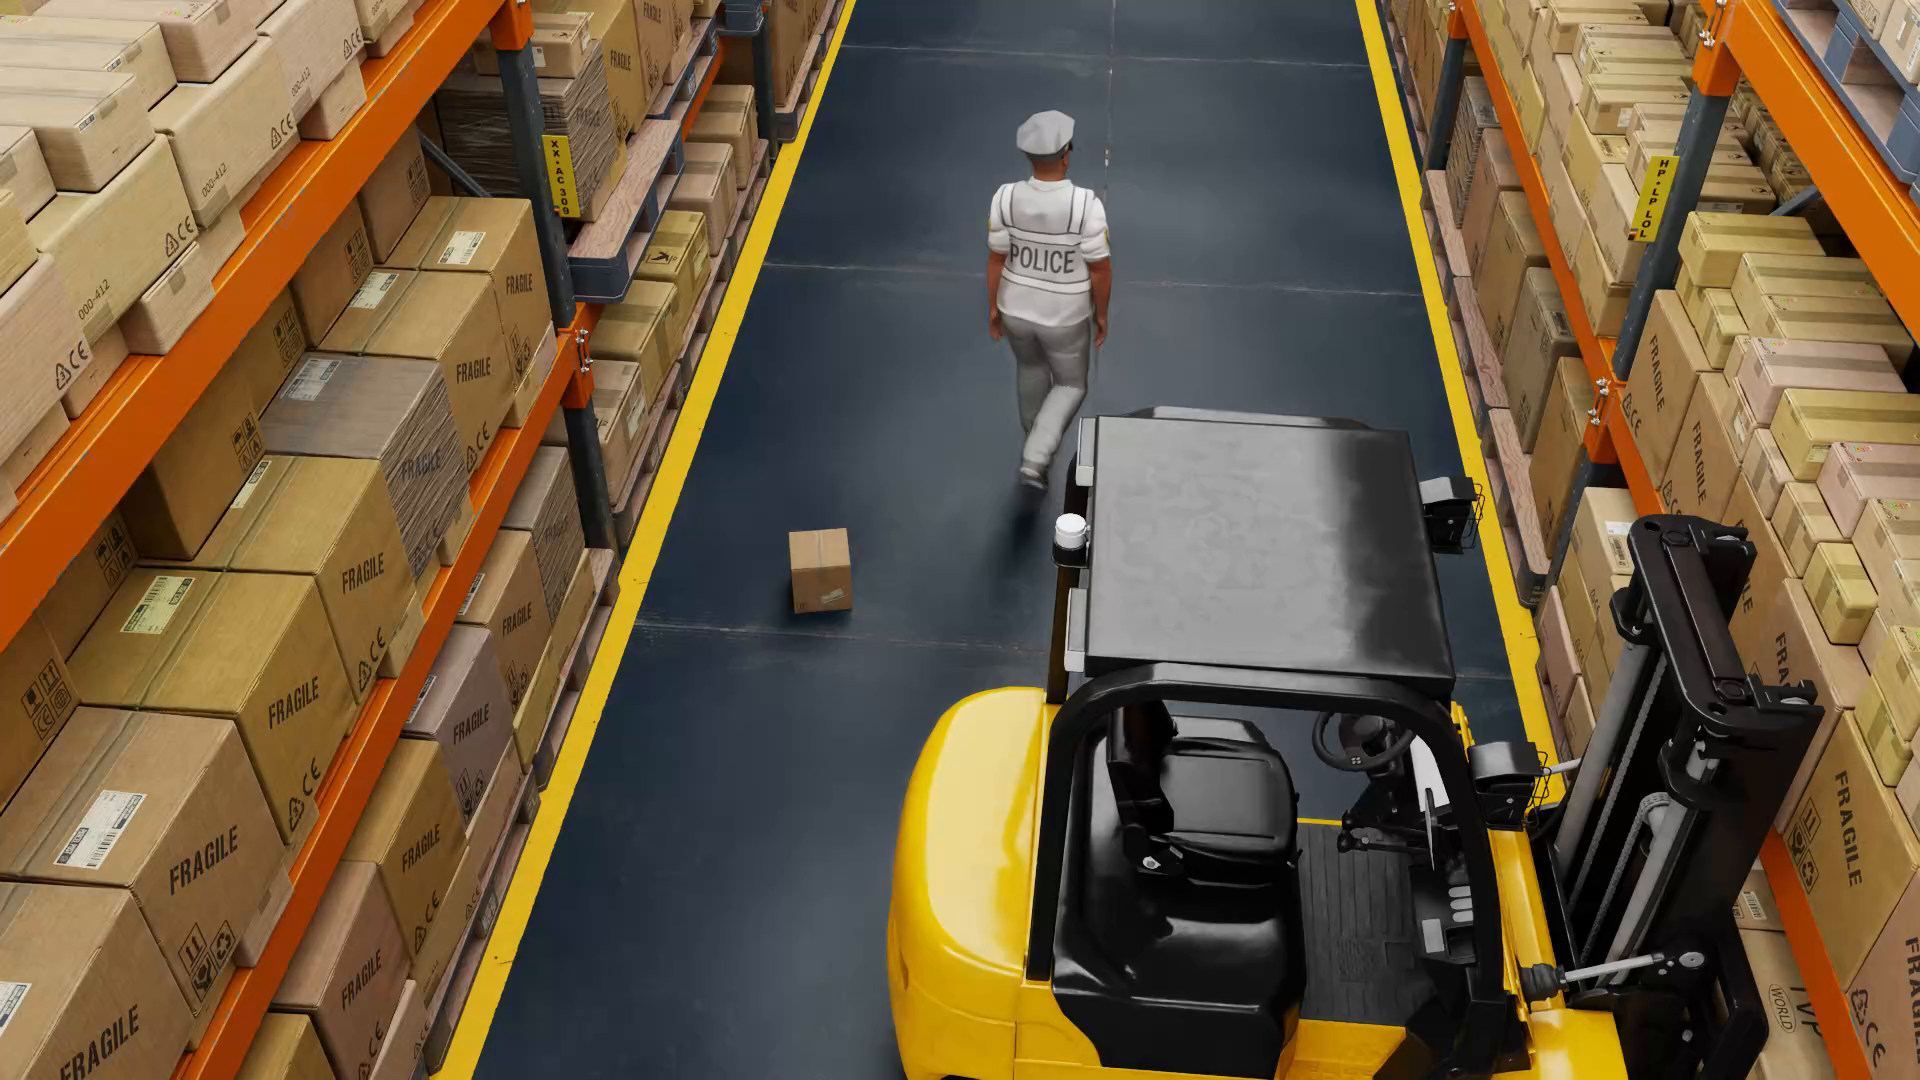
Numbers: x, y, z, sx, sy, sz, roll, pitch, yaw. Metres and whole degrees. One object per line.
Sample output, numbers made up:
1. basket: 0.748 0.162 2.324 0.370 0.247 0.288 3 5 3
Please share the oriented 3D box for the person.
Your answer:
1. person: 0.376 -1.008 7.325 0.549 1.738 0.836 13 42 15
